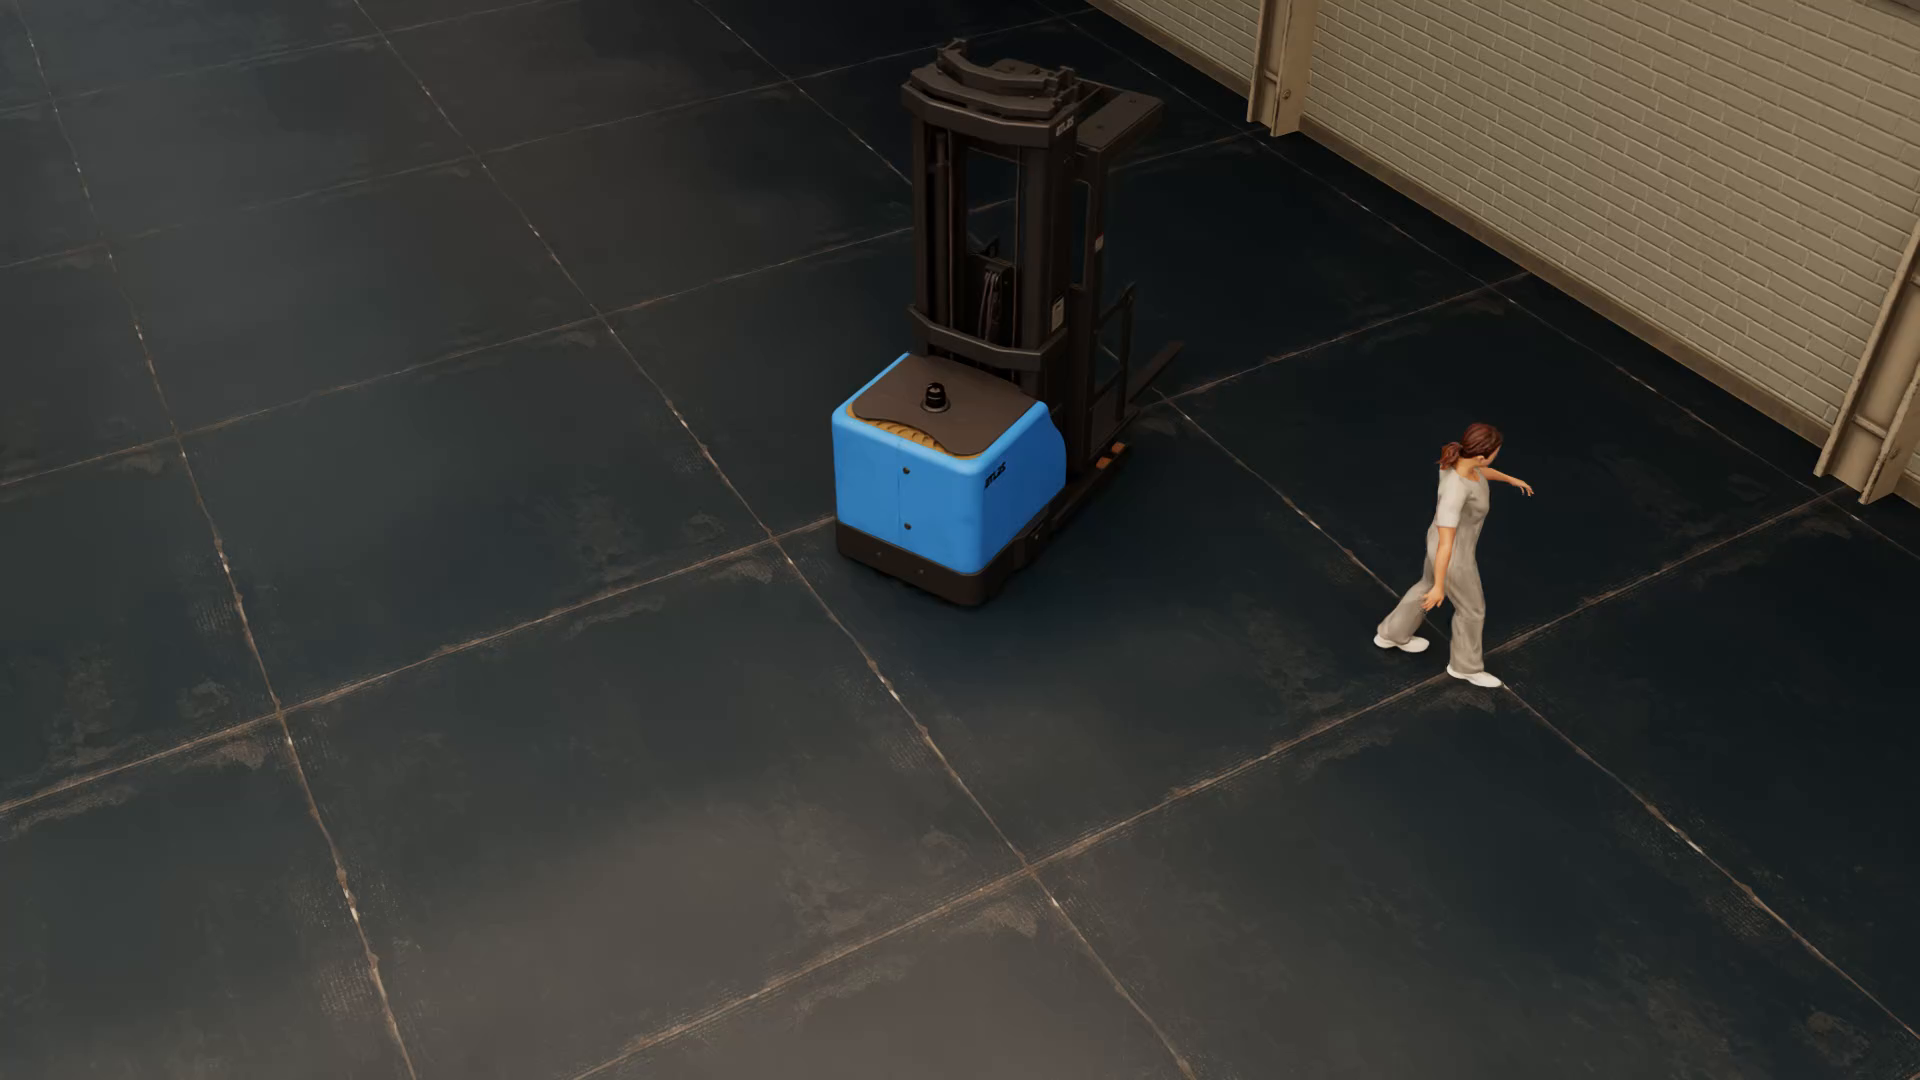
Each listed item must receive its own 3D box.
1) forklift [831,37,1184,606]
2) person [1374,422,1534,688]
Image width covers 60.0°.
[{"bbox_3d":[0.468,-1.650,10.026,1.130,2.935,3.031,22,45,25],"label":"forklift"},{"bbox_3d":[2.715,0.087,8.955,0.715,1.663,0.870,8,40,9],"label":"person"}]
